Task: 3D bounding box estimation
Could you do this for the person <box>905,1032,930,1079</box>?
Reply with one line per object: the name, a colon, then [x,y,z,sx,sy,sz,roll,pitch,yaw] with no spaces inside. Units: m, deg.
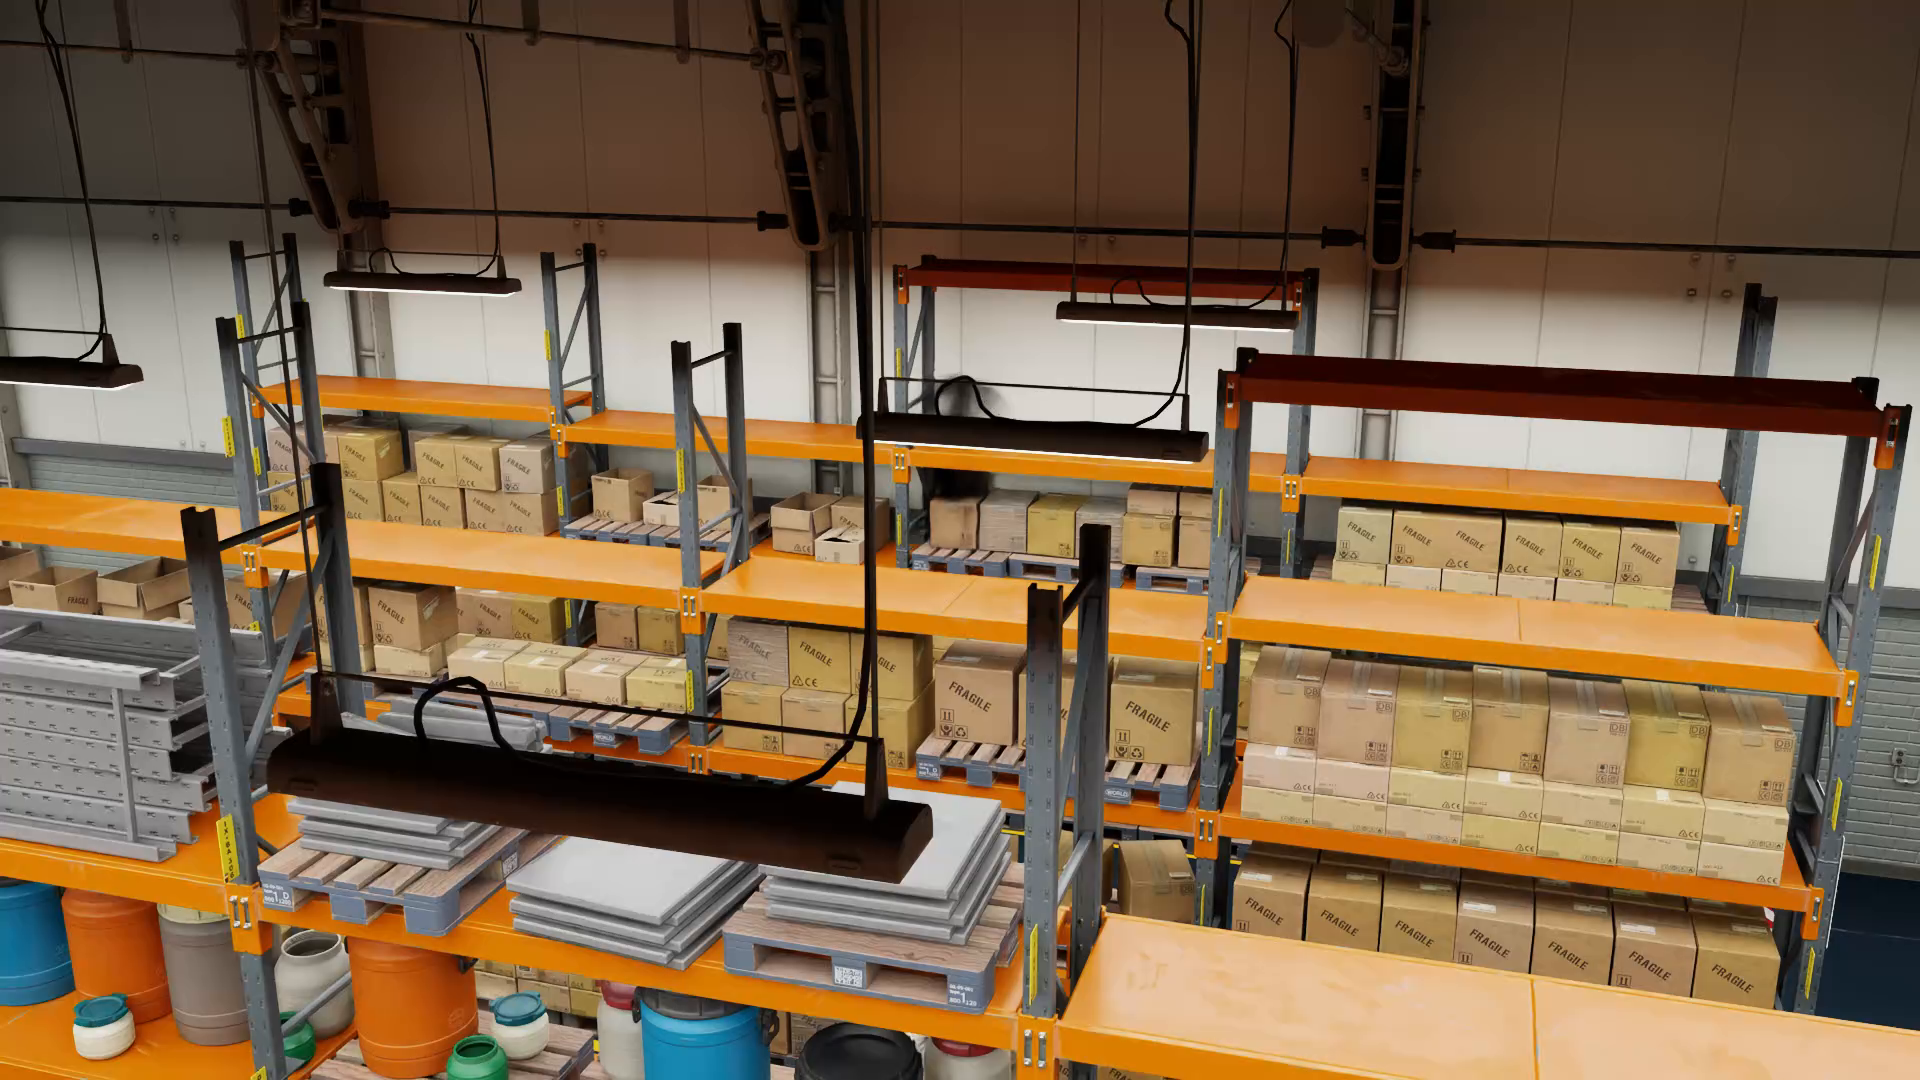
person: [-0.369,3.976,12.014,0.733,1.623,0.585,7,18,24]
